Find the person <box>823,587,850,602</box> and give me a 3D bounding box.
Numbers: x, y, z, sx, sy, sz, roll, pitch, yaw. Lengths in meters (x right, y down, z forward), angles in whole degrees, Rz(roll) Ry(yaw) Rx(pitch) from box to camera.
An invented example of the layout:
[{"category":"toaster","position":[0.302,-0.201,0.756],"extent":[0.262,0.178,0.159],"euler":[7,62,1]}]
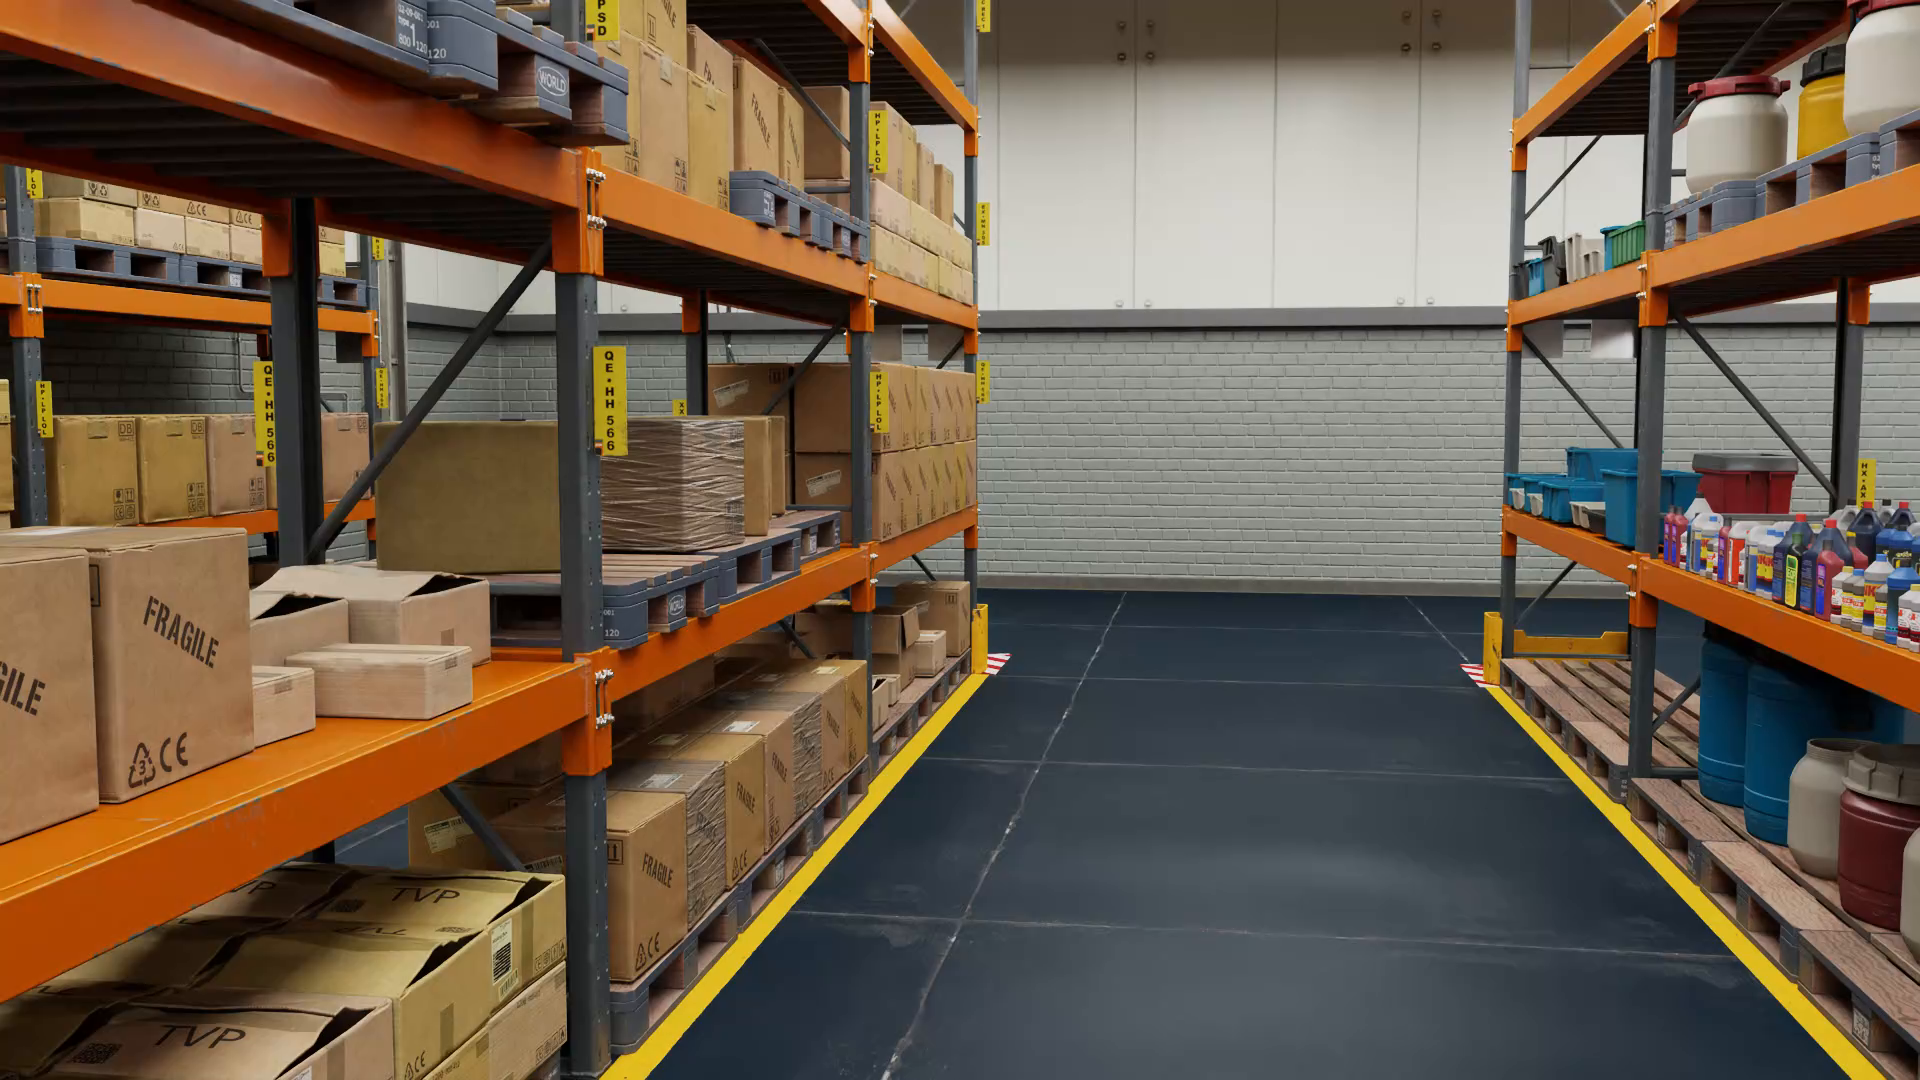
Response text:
[{"category":"person","position":[-1.157,0.061,15.587],"extent":[0.480,1.478,0.347],"euler":[0,5,5]}]
